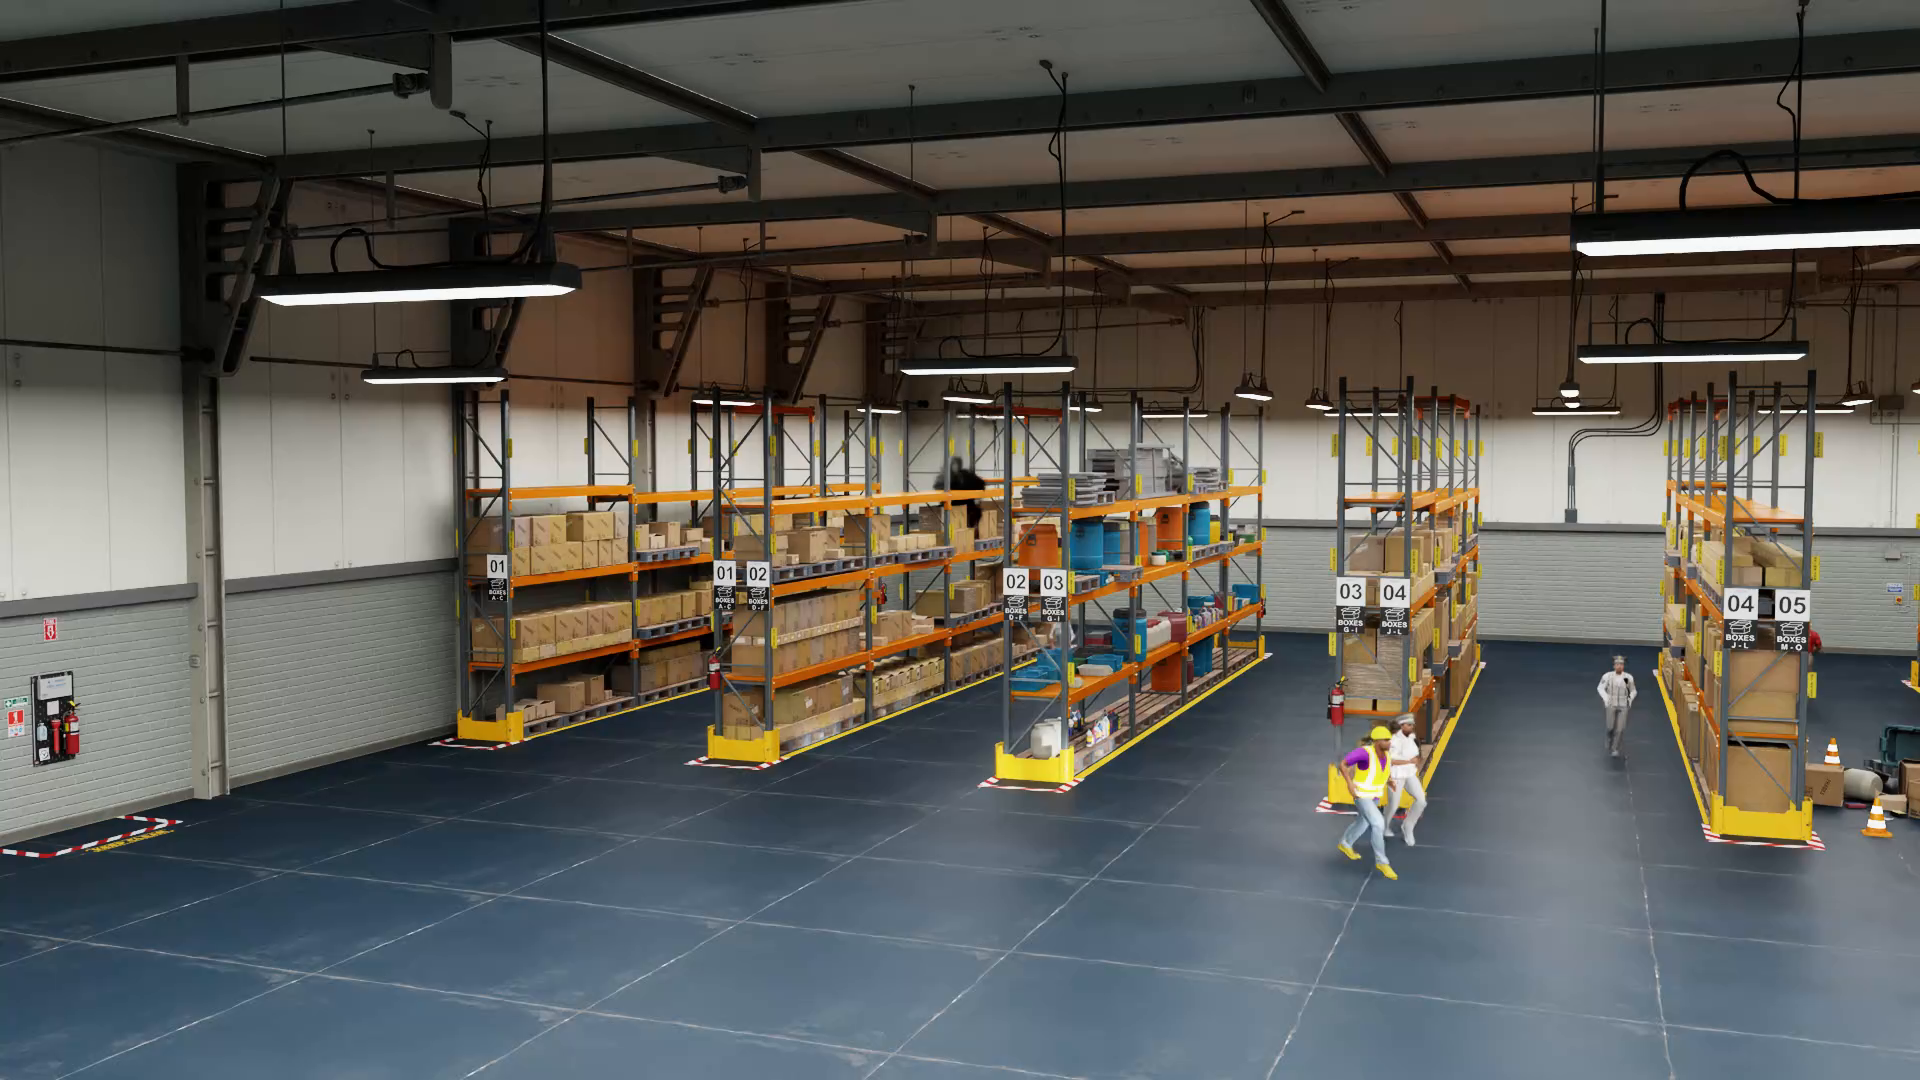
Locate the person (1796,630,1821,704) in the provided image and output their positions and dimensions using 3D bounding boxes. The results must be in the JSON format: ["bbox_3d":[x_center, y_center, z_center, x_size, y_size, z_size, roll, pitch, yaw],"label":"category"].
[{"bbox_3d":[16.521,2.361,32.646,0.672,1.703,0.629,1,3,18],"label":"person"}]

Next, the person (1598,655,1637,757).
[{"bbox_3d":[10.664,2.688,26.969,0.595,1.652,0.539,1,3,16],"label":"person"}]

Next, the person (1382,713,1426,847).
[{"bbox_3d":[5.594,3.004,21.031,0.602,1.693,0.809,-2,4,-27],"label":"person"}]

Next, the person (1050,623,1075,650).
[{"bbox_3d":[2.145,2.309,34.989,0.552,1.558,0.533,1,3,15],"label":"person"}]

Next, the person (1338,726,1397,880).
[{"bbox_3d":[4.818,3.050,19.693,0.735,1.744,1.007,-2,4,-34],"label":"person"}]
